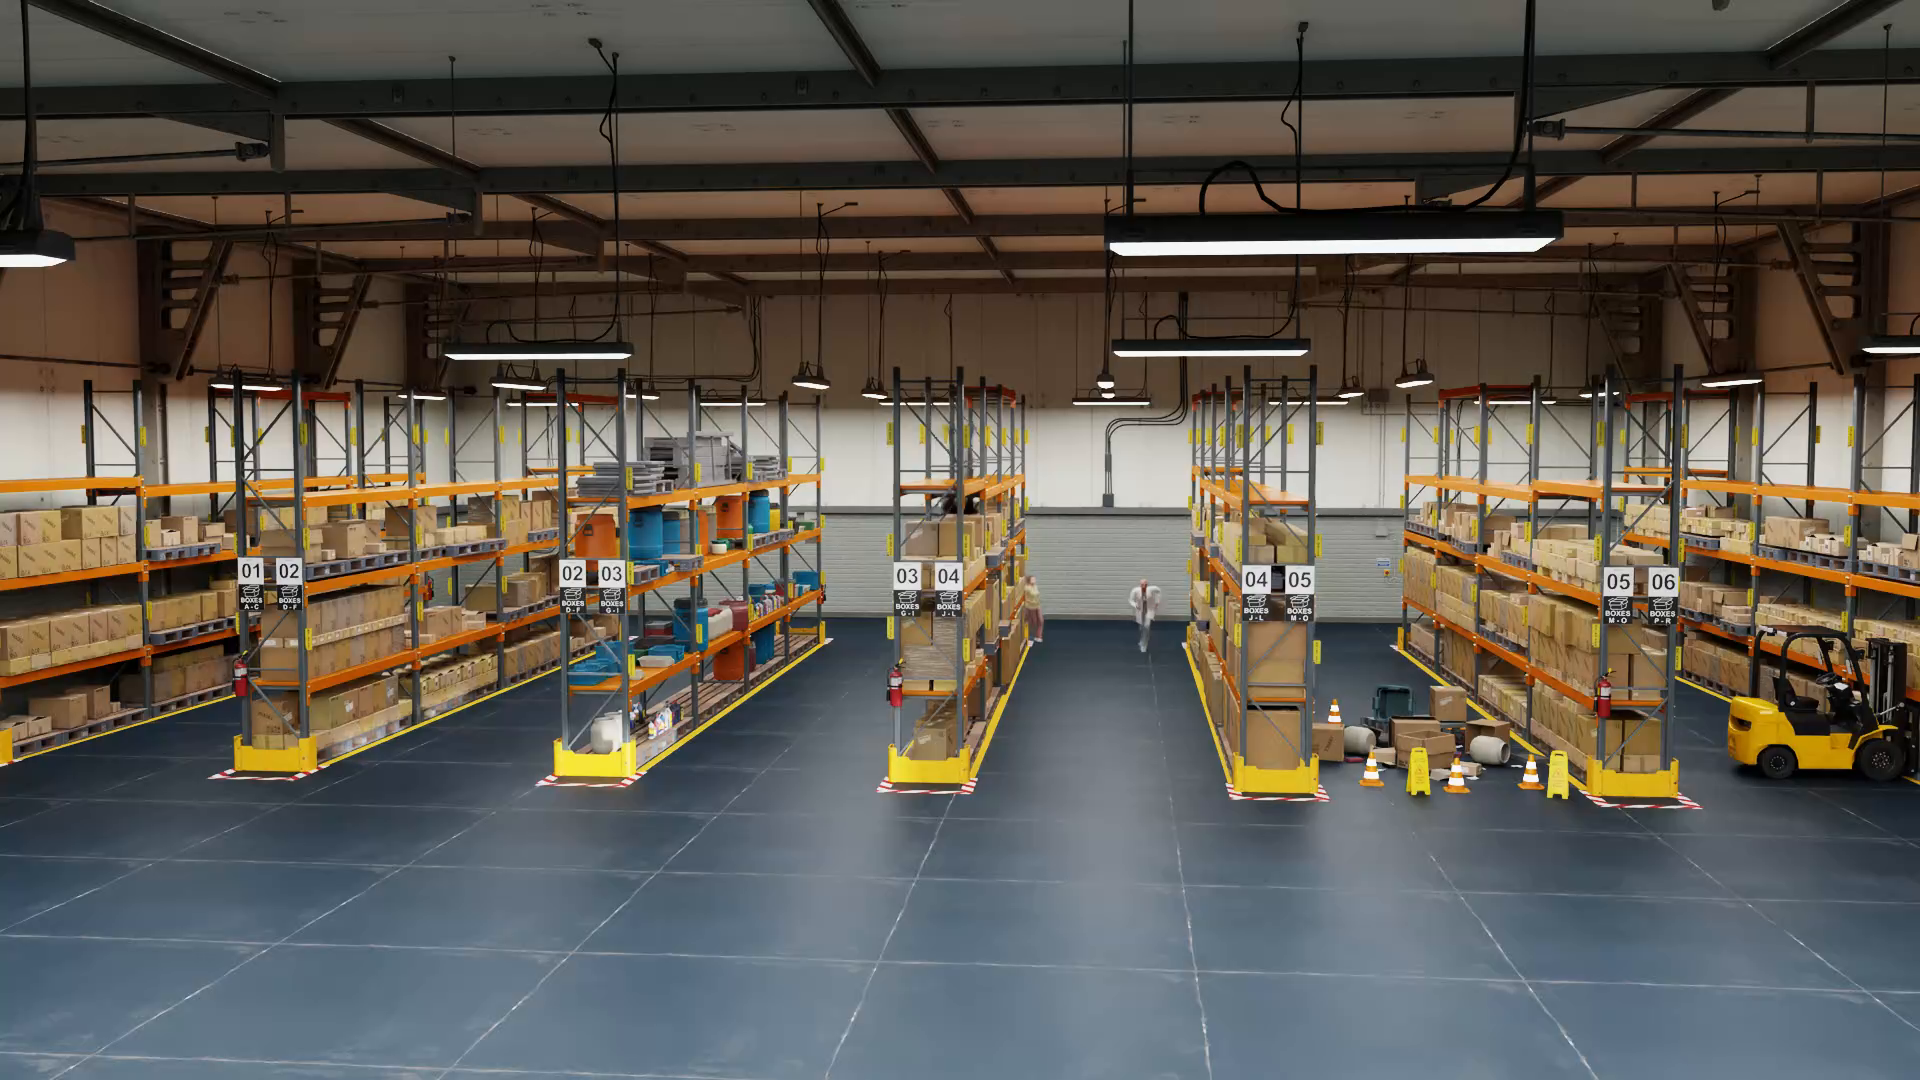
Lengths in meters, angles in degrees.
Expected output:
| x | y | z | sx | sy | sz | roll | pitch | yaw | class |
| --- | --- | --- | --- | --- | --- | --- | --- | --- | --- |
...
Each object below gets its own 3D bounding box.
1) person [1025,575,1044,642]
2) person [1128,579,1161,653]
| x | y | z | sx | sy | sz | roll | pitch | yaw | class |
| --- | --- | --- | --- | --- | --- | --- | --- | --- | --- |
| 1.738 | 1.680 | 40.816 | 0.715 | 1.651 | 0.618 | 3 | 5 | 44 | person |
| 4.335 | 1.754 | 39.057 | 0.754 | 1.743 | 1.066 | 0 | 4 | 6 | person |
